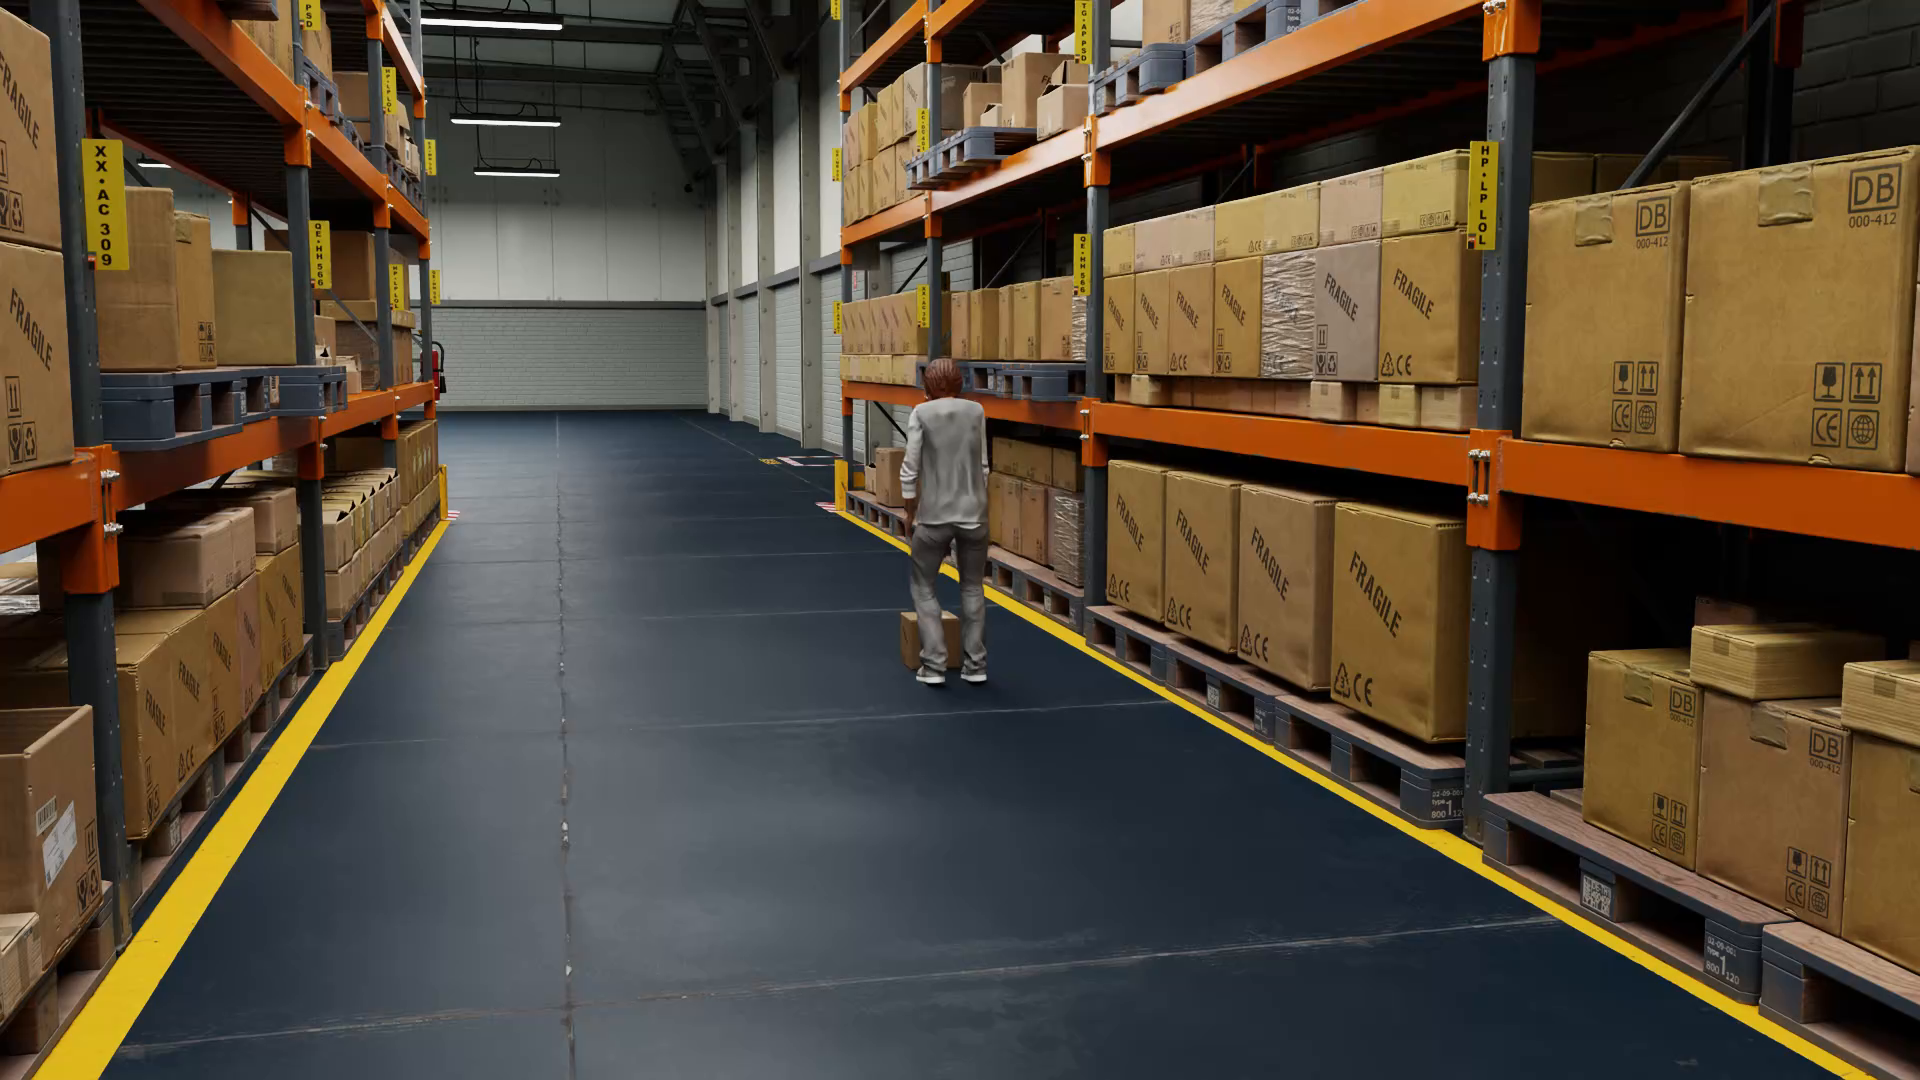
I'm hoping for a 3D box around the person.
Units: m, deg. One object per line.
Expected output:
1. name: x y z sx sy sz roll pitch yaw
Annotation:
1. person: -0.068 -0.076 7.894 0.430 1.533 0.400 -1 6 -12
